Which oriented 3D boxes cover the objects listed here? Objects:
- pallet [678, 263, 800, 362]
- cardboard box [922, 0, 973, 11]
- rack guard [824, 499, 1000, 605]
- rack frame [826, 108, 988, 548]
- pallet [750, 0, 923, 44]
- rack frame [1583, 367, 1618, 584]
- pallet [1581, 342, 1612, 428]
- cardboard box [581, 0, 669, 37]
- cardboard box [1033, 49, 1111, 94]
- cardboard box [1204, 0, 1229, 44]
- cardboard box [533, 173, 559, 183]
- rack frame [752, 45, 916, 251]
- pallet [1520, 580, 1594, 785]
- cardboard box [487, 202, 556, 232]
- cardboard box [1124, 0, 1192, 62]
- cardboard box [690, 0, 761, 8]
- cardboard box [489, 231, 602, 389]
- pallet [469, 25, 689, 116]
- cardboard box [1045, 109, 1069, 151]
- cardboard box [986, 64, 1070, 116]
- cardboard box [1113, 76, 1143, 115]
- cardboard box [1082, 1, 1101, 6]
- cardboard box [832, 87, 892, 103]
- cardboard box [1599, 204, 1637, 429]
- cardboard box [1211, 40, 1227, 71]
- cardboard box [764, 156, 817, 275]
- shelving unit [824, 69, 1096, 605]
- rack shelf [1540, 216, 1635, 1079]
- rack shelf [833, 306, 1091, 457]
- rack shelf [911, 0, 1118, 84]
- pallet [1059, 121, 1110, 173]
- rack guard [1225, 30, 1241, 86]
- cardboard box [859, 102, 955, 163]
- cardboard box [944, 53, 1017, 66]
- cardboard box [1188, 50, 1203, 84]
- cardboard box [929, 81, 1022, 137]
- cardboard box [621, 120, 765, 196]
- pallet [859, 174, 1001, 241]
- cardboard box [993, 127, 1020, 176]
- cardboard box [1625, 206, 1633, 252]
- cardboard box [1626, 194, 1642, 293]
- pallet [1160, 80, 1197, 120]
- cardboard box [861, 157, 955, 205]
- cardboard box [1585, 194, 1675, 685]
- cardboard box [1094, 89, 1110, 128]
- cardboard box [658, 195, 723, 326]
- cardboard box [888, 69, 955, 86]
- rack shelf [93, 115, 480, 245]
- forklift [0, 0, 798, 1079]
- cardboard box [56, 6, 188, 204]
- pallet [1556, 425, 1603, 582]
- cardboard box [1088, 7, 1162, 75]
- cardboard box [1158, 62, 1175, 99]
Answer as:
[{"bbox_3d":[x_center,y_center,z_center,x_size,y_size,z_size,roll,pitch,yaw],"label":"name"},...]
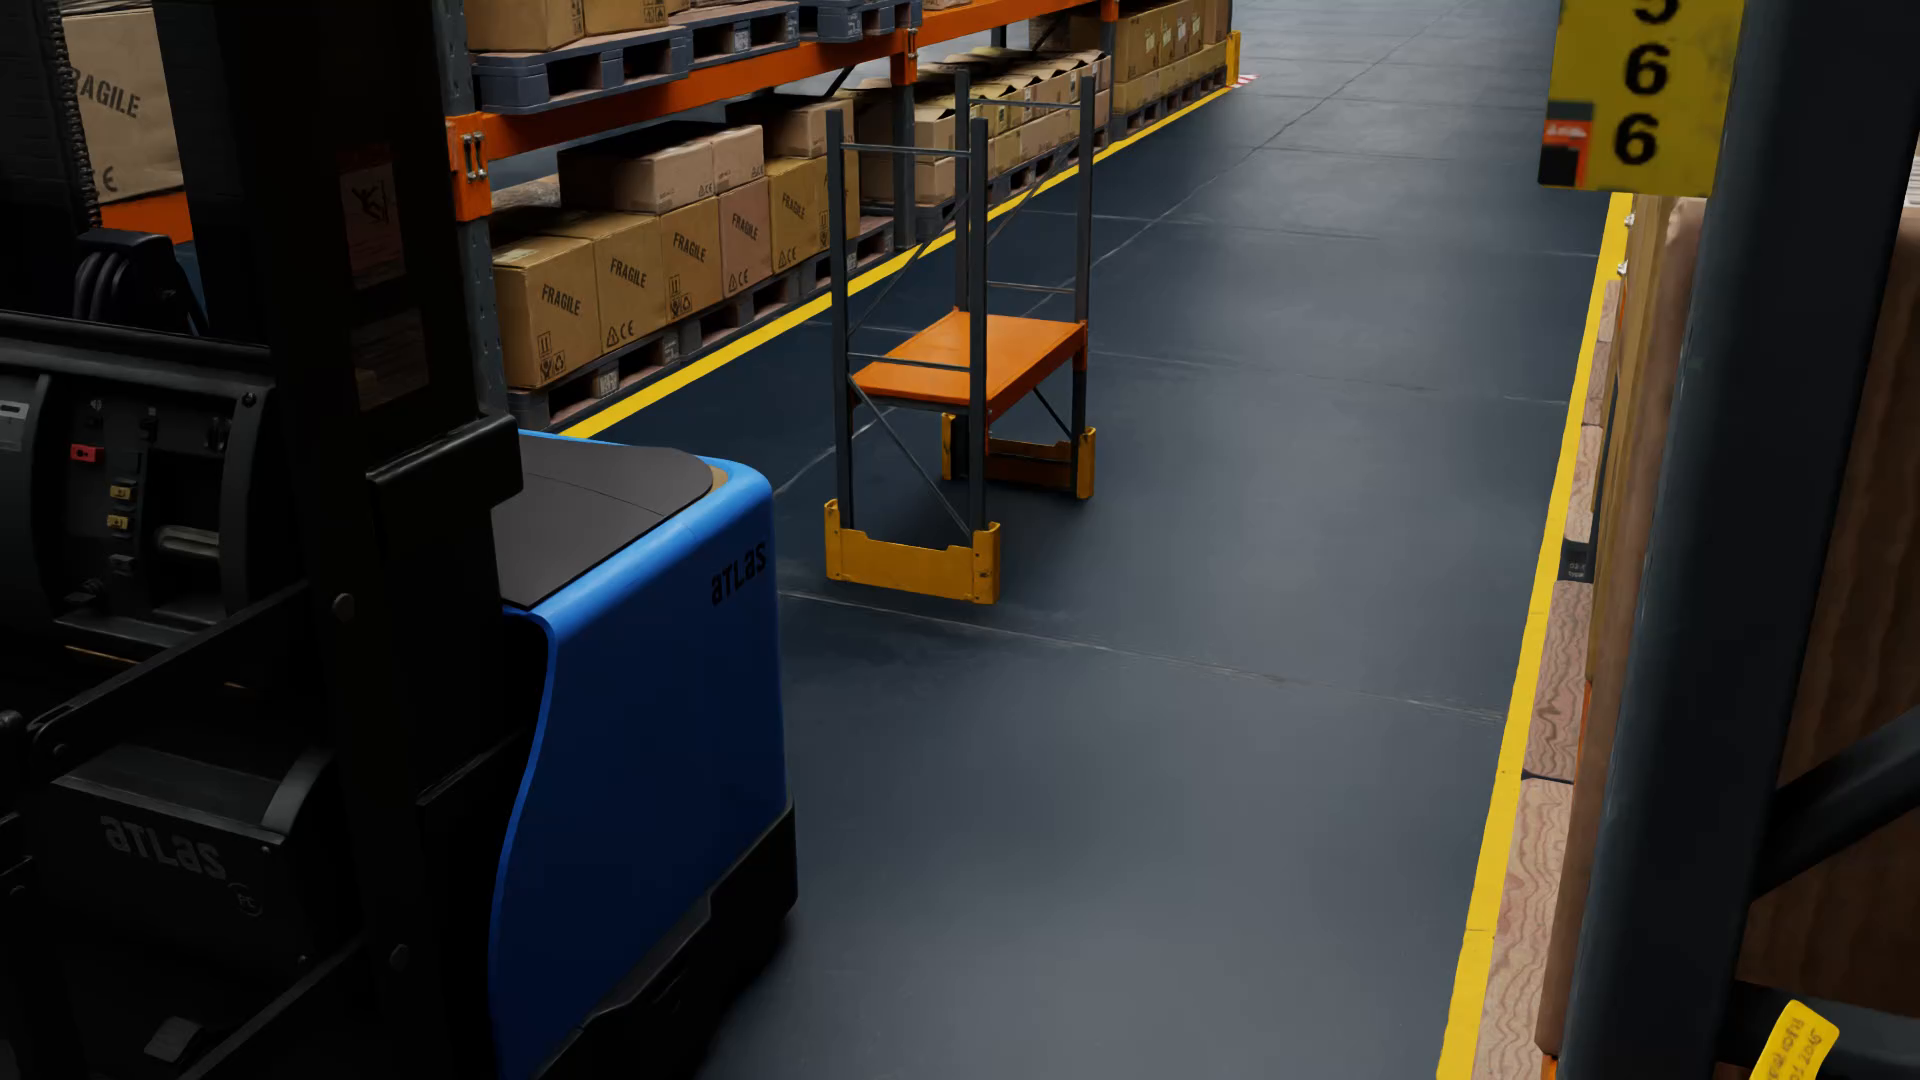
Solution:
[{"bbox_3d":[-1.518,-1.208,8.369,1.003,0.211,1.213,9,24,20],"label":"pallet"},{"bbox_3d":[-0.239,-3.443,10.216,0.500,0.311,0.500,8,24,19],"label":"cardboard box"},{"bbox_3d":[-0.157,0.036,5.340,0.587,0.250,0.087,9,24,20],"label":"rack guard"},{"bbox_3d":[-0.157,-0.541,5.099,0.500,1.500,0.032,9,24,20],"label":"rack frame"},{"bbox_3d":[-0.938,-2.851,8.932,1.213,0.211,1.003,9,24,20],"label":"pallet"},{"bbox_3d":[2.364,-1.052,4.378,1.000,3.000,0.127,9,24,20],"label":"rack frame"},{"bbox_3d":[3.032,-0.491,6.651,1.003,0.211,1.213,9,24,20],"label":"pallet"},{"bbox_3d":[-1.657,-2.393,6.912,0.700,0.500,0.500,13,26,28],"label":"cardboard box"},{"bbox_3d":[0.850,-3.621,12.822,0.500,0.311,0.500,9,24,20],"label":"cardboard box"},{"bbox_3d":[2.298,-5.091,16.096,0.500,0.500,0.500,9,24,20],"label":"cardboard box"},{"bbox_3d":[-1.755,-1.565,8.277,0.500,0.500,0.500,8,24,18],"label":"cardboard box"},{"bbox_3d":[-0.751,-3.192,9.499,1.000,3.000,0.127,9,24,20],"label":"rack frame"},{"bbox_3d":[2.009,0.495,4.291,1.003,0.211,1.213,9,24,20],"label":"pallet"},{"bbox_3d":[-2.128,-1.203,7.411,0.500,0.500,0.500,9,24,20],"label":"cardboard box"},{"bbox_3d":[1.753,-4.552,14.806,0.500,0.500,0.500,9,24,20],"label":"cardboard box"},{"bbox_3d":[-1.397,-2.890,8.103,0.700,0.500,0.500,14,26,30],"label":"cardboard box"},{"bbox_3d":[-1.831,-0.948,6.800,0.500,0.500,0.500,8,24,18],"label":"cardboard box"},{"bbox_3d":[-1.839,-1.942,6.757,1.003,0.211,1.213,9,24,20],"label":"pallet"},{"bbox_3d":[0.471,-2.994,12.049,0.500,0.250,0.500,9,24,21],"label":"cardboard box"},{"bbox_3d":[0.475,-3.256,11.947,0.500,0.311,0.500,9,24,20],"label":"cardboard box"},{"bbox_3d":[1.188,-3.671,13.669,0.500,0.250,0.500,9,24,20],"label":"cardboard box"},{"bbox_3d":[1.083,-4.448,14.557,0.500,0.500,0.500,9,24,20],"label":"cardboard box"},{"bbox_3d":[-0.598,-2.785,10.821,0.500,0.311,0.500,8,24,19],"label":"cardboard box"},{"bbox_3d":[2.812,-0.824,6.075,0.750,0.750,0.750,10,24,22],"label":"cardboard box"},{"bbox_3d":[2.296,-4.745,16.241,0.500,0.250,0.500,9,24,20],"label":"cardboard box"},{"bbox_3d":[-1.073,-1.688,8.571,0.500,0.500,0.500,8,24,18],"label":"cardboard box"},{"bbox_3d":[0.028,-0.719,5.526,0.587,1.500,1.083,9,24,20],"label":"shelving unit"},{"bbox_3d":[1.621,-0.005,2.803,1.077,0.370,4.000,9,24,20],"label":"rack shelf"},{"bbox_3d":[0.032,-0.557,5.603,0.538,0.185,1.000,9,24,20],"label":"rack shelf"},{"bbox_3d":[-0.008,-3.575,11.351,1.077,0.370,4.000,9,24,20],"label":"rack shelf"},{"bbox_3d":[0.497,-3.067,12.819,1.003,0.211,1.213,9,24,20],"label":"pallet"},{"bbox_3d":[2.229,-4.910,16.855,1.175,0.500,0.348,9,24,20],"label":"rack guard"},{"bbox_3d":[-0.284,-2.521,10.188,0.500,0.311,0.500,10,25,22],"label":"cardboard box"},{"bbox_3d":[0.159,-3.516,12.571,0.500,0.311,0.500,8,24,19],"label":"cardboard box"},{"bbox_3d":[1.937,-4.385,15.380,0.500,0.250,0.500,9,24,20],"label":"cardboard box"},{"bbox_3d":[0.095,-2.892,11.077,0.500,0.311,0.500,8,24,19],"label":"cardboard box"},{"bbox_3d":[-1.274,-1.832,7.942,0.500,0.250,0.500,8,24,19],"label":"cardboard box"},{"bbox_3d":[-0.409,-2.194,10.729,1.003,0.211,1.213,9,24,20],"label":"pallet"},{"bbox_3d":[0.089,-2.629,11.175,0.500,0.250,0.500,8,24,19],"label":"cardboard box"},{"bbox_3d":[3.455,-1.441,7.553,0.750,0.750,0.750,8,24,19],"label":"cardboard box"},{"bbox_3d":[1.871,-0.739,3.237,0.980,0.700,0.700,8,24,19],"label":"cardboard box"},{"bbox_3d":[1.521,-4.053,15.179,1.003,0.211,1.213,9,24,20],"label":"pallet"},{"bbox_3d":[-0.284,-2.262,10.296,0.500,0.250,0.500,9,24,20],"label":"cardboard box"},{"bbox_3d":[1.318,-0.205,1.961,0.980,0.700,0.700,9,24,20],"label":"cardboard box"},{"bbox_3d":[0.850,-3.358,12.921,0.500,0.250,0.500,9,24,20],"label":"cardboard box"},{"bbox_3d":[-1.451,-1.318,7.687,0.500,0.500,0.500,9,24,21],"label":"cardboard box"},{"bbox_3d":[-0.220,-3.144,11.681,0.500,0.311,0.500,9,24,22],"label":"cardboard box"},{"bbox_3d":[-2.980,-0.713,4.498,1.077,0.370,4.000,9,24,20],"label":"rack shelf"},{"bbox_3d":[-1.391,-0.060,2.091,1.130,2.935,3.031,9,24,21],"label":"forklift"},{"bbox_3d":[-2.563,-1.222,4.654,0.500,0.500,0.500,9,24,21],"label":"cardboard box"},{"bbox_3d":[2.580,-0.053,5.602,1.003,0.211,1.213,9,24,20],"label":"pallet"},{"bbox_3d":[1.376,-4.195,13.952,0.500,0.500,0.500,9,24,20],"label":"cardboard box"},{"bbox_3d":[1.569,-4.027,14.522,0.500,0.250,0.500,9,24,20],"label":"cardboard box"}]
